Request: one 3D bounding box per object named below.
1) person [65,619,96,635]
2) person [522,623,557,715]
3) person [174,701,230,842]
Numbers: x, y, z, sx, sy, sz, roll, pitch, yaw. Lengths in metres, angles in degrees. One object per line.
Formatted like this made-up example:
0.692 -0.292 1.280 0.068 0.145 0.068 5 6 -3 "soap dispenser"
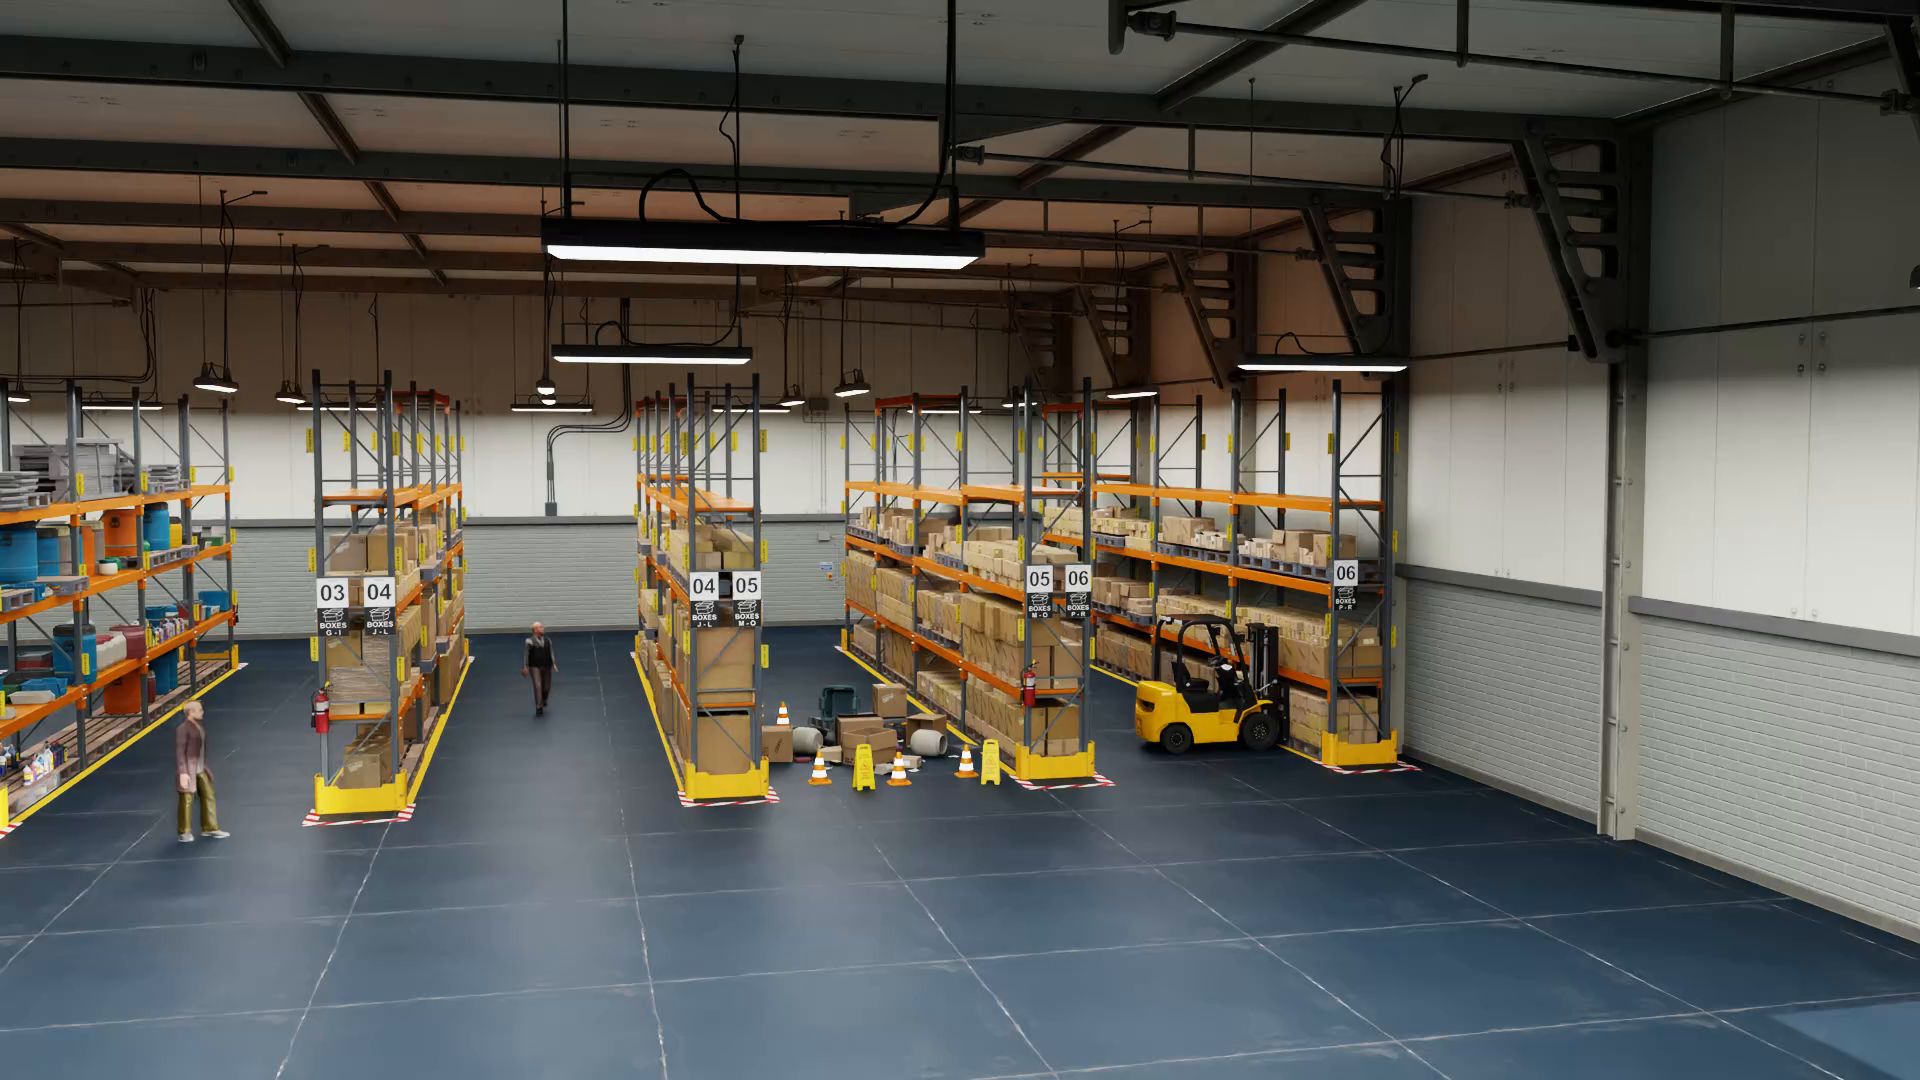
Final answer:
-17.797 2.222 33.645 0.768 1.812 0.877 -1 3 -13 "person"
-7.830 2.467 30.964 0.632 1.502 0.956 -1 4 -24 "person"
-9.636 2.918 20.931 0.584 1.783 0.687 1 3 13 "person"
